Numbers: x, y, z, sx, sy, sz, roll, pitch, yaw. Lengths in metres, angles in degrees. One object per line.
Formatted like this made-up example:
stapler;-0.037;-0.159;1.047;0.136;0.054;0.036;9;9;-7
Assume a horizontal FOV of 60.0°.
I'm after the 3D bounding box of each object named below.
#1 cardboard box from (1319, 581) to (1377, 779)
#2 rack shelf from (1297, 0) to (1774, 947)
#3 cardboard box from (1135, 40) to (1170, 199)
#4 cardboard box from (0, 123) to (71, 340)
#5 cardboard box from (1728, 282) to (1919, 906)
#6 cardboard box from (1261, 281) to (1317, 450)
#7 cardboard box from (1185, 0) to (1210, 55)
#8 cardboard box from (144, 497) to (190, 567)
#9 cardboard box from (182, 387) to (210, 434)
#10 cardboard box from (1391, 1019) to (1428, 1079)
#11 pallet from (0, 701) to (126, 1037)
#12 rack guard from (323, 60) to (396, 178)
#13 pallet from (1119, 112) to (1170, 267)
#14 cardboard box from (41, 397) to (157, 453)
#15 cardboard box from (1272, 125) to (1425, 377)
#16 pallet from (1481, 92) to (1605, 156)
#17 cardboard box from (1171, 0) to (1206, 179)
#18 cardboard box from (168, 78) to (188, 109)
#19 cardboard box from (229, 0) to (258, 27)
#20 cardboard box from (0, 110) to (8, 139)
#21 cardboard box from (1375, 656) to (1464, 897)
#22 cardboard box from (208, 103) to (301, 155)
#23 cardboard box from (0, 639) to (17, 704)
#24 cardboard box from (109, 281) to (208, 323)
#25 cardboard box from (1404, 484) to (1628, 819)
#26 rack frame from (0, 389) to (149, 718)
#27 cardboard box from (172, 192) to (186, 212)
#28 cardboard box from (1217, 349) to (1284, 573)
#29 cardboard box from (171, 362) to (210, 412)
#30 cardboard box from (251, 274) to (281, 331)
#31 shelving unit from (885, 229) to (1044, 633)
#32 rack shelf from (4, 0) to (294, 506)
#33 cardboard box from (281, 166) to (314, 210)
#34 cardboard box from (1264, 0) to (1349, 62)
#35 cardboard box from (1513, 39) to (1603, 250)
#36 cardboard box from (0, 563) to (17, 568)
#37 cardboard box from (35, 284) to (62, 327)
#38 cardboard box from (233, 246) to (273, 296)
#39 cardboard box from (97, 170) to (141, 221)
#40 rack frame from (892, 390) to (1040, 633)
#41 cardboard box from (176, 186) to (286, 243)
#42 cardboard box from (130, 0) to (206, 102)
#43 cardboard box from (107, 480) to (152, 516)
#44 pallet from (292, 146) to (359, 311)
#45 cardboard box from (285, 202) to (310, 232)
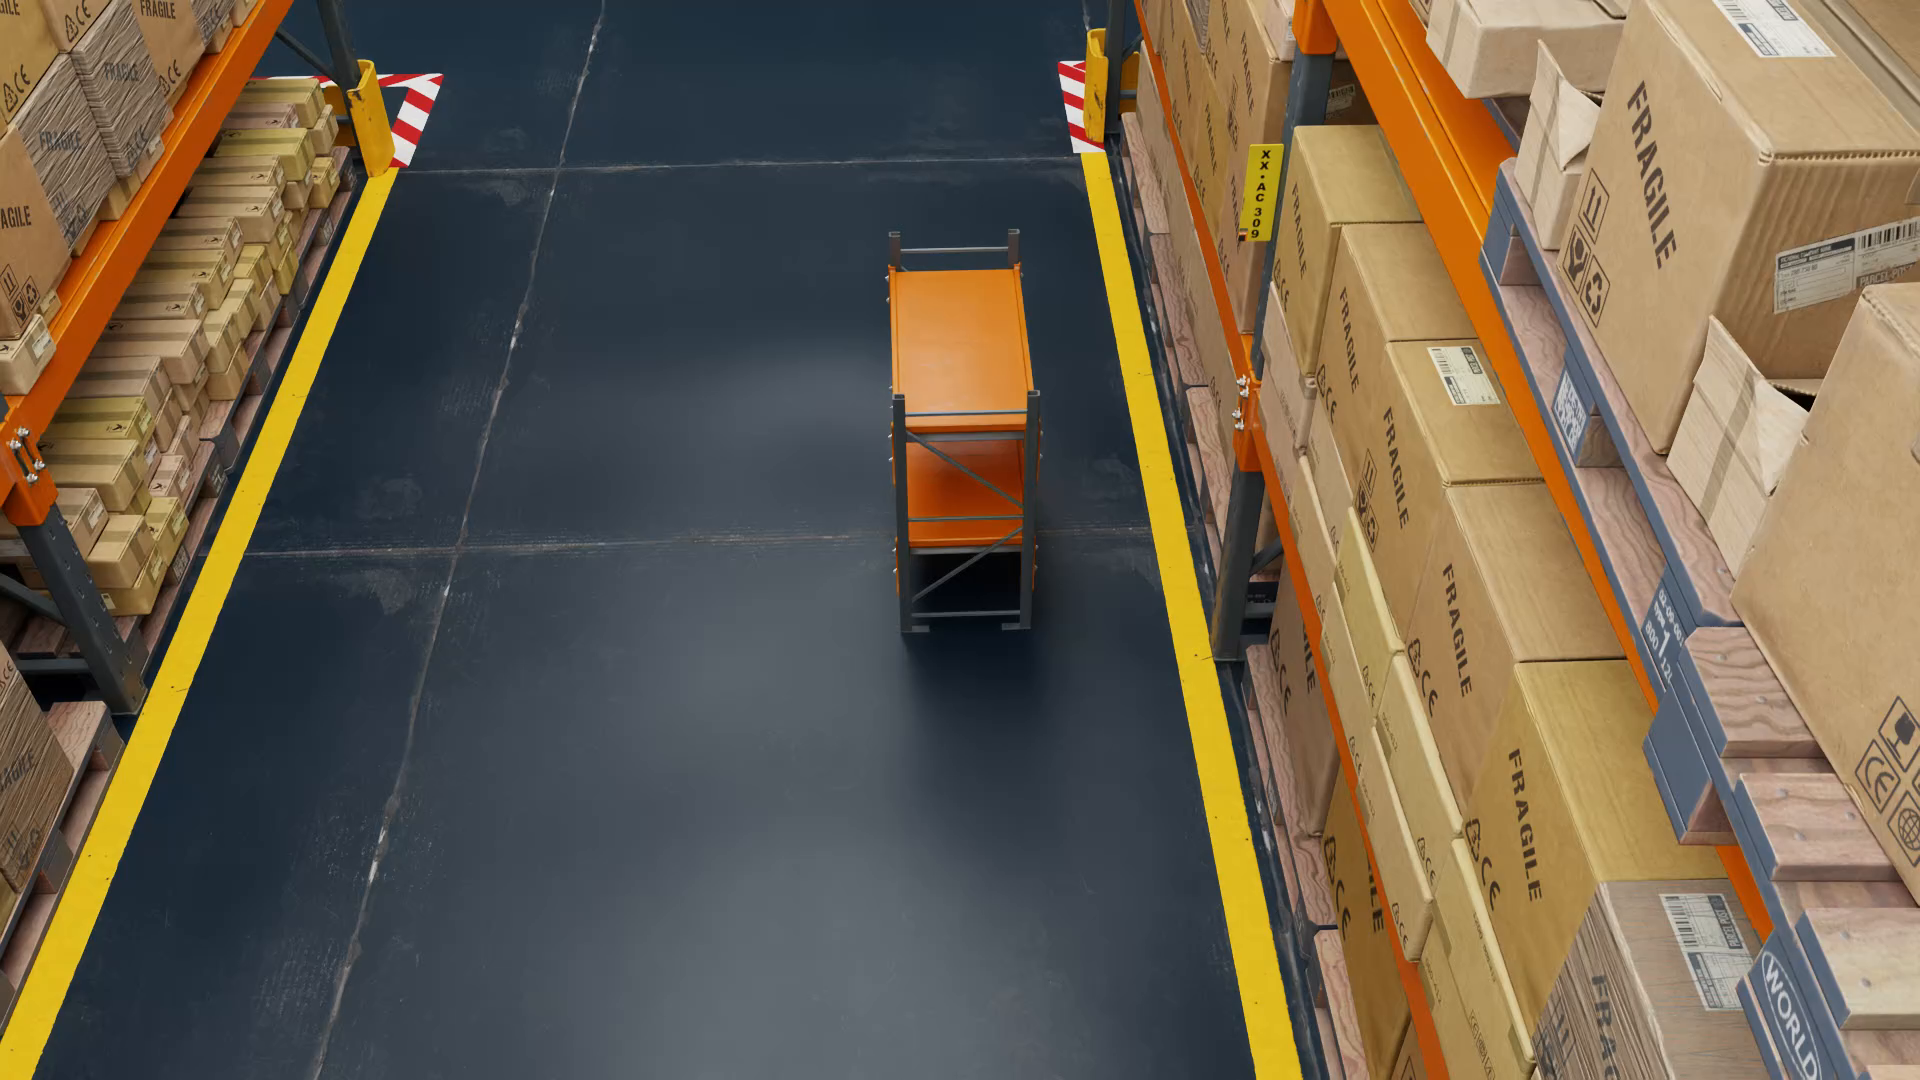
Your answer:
cardboard box;1.234;0.355;4.254;0.500;0.250;0.500;-2;43;-2
rack shelf;1.535;-0.191;3.051;1.077;0.370;4.000;-2;43;-2
cardboard box;1.408;-2.169;8.481;0.875;0.438;0.875;-3;43;-3
cardboard box;-3.261;-0.979;5.303;0.500;0.500;0.500;-2;43;-3
cardboard box;1.388;0.039;1.882;0.700;0.500;0.500;-4;43;-4
cardboard box;1.187;-0.525;4.843;0.500;0.250;0.500;-3;43;-3
cardboard box;1.110;-2.103;6.010;0.500;0.500;0.500;-1;43;-1
cardboard box;-3.197;-0.029;6.361;0.380;0.149;0.250;0;43;-1
cardboard box;-3.367;-0.546;6.925;0.380;0.149;0.250;-3;43;-4
cardboard box;1.640;1.557;4.093;0.875;0.875;0.875;-1;43;-1
pallet;-3.457;1.063;5.434;1.003;0.211;1.213;-2;43;-2
rack guard;-3.658;-2.218;8.800;1.175;0.500;0.348;-2;43;-2
pallet;1.392;-1.836;8.596;1.003;0.211;1.213;-2;43;-2
cardboard box;-3.311;-0.409;6.335;0.380;0.149;0.250;-2;43;-2
cardboard box;1.181;-0.801;4.590;0.500;0.500;0.500;-1;43;-1
pallet;1.538;-1.118;3.672;0.805;0.209;1.217;-3;43;-4
cardboard box;1.112;-1.730;6.343;0.500;0.500;0.500;-2;43;-2
cardboard box;-3.371;-1.835;6.718;0.380;0.149;0.250;-1;43;-1
cardboard box;-3.332;-2.377;7.309;0.380;0.149;0.250;-1;43;-1
cardboard box;-3.267;-1.317;4.933;0.500;0.500;0.500;-1;43;-1
cardboard box;1.255;0.509;3.715;0.500;0.250;0.500;-3;43;-3
cardboard box;-3.432;-1.993;8.063;0.380;0.149;0.250;-1;43;-1
cardboard box;-3.207;0.495;4.974;0.500;0.250;0.500;-3;43;-3
cardboard box;-3.369;-0.940;6.915;0.380;0.149;0.250;-3;43;-4
cardboard box;1.278;0.229;3.466;0.500;0.500;0.500;-2;43;-2
rack frame;-3.491;-0.490;5.065;1.000;3.000;0.127;-2;43;-2
cardboard box;-3.841;-1.694;7.957;0.380;0.149;0.250;-1;43;-1
cardboard box;1.531;-0.338;6.484;0.875;0.438;0.875;-2;43;-2
cardboard box;-3.331;-0.658;6.827;0.380;0.149;0.250;0;43;0
cardboard box;-3.305;-1.072;7.499;0.380;0.149;0.250;-1;43;-1
shelving unit;0.000;-0.419;6.375;0.538;1.125;1.048;-2;43;-2
rack shelf;-3.576;-1.575;6.781;1.077;0.370;4.000;-2;43;-2
cardboard box;-3.330;-1.705;7.970;0.380;0.149;0.250;-3;43;-4
cardboard box;1.119;-1.544;4.921;0.380;0.149;0.250;-2;43;-3
cardboard box;1.178;-0.668;2.828;0.396;0.266;0.258;2;43;2
cardboard box;-3.776;-0.027;6.359;0.380;0.149;0.250;-1;43;-1
cardboard box;-3.262;-0.771;5.557;0.380;0.149;0.250;0;43;-1
cardboard box;-3.303;-1.183;7.399;0.380;0.149;0.250;0;43;0
cardboard box;-3.276;-1.305;6.140;0.380;0.149;0.250;-1;43;-1
rack frame;0.021;-0.076;6.000;0.500;1.125;0.032;-2;43;-2
cardboard box;-3.280;-1.465;7.487;0.380;0.149;0.250;0;43;0
cardboard box;-3.326;-2.015;6.434;0.500;0.500;0.500;0;43;0
cardboard box;-3.287;-0.126;6.247;0.380;0.149;0.250;-1;43;-1
pallet;-3.659;-1.562;8.298;1.003;0.211;1.213;-2;43;-2
cardboard box;-3.393;-1.594;8.068;0.380;0.149;0.250;-2;43;-2
